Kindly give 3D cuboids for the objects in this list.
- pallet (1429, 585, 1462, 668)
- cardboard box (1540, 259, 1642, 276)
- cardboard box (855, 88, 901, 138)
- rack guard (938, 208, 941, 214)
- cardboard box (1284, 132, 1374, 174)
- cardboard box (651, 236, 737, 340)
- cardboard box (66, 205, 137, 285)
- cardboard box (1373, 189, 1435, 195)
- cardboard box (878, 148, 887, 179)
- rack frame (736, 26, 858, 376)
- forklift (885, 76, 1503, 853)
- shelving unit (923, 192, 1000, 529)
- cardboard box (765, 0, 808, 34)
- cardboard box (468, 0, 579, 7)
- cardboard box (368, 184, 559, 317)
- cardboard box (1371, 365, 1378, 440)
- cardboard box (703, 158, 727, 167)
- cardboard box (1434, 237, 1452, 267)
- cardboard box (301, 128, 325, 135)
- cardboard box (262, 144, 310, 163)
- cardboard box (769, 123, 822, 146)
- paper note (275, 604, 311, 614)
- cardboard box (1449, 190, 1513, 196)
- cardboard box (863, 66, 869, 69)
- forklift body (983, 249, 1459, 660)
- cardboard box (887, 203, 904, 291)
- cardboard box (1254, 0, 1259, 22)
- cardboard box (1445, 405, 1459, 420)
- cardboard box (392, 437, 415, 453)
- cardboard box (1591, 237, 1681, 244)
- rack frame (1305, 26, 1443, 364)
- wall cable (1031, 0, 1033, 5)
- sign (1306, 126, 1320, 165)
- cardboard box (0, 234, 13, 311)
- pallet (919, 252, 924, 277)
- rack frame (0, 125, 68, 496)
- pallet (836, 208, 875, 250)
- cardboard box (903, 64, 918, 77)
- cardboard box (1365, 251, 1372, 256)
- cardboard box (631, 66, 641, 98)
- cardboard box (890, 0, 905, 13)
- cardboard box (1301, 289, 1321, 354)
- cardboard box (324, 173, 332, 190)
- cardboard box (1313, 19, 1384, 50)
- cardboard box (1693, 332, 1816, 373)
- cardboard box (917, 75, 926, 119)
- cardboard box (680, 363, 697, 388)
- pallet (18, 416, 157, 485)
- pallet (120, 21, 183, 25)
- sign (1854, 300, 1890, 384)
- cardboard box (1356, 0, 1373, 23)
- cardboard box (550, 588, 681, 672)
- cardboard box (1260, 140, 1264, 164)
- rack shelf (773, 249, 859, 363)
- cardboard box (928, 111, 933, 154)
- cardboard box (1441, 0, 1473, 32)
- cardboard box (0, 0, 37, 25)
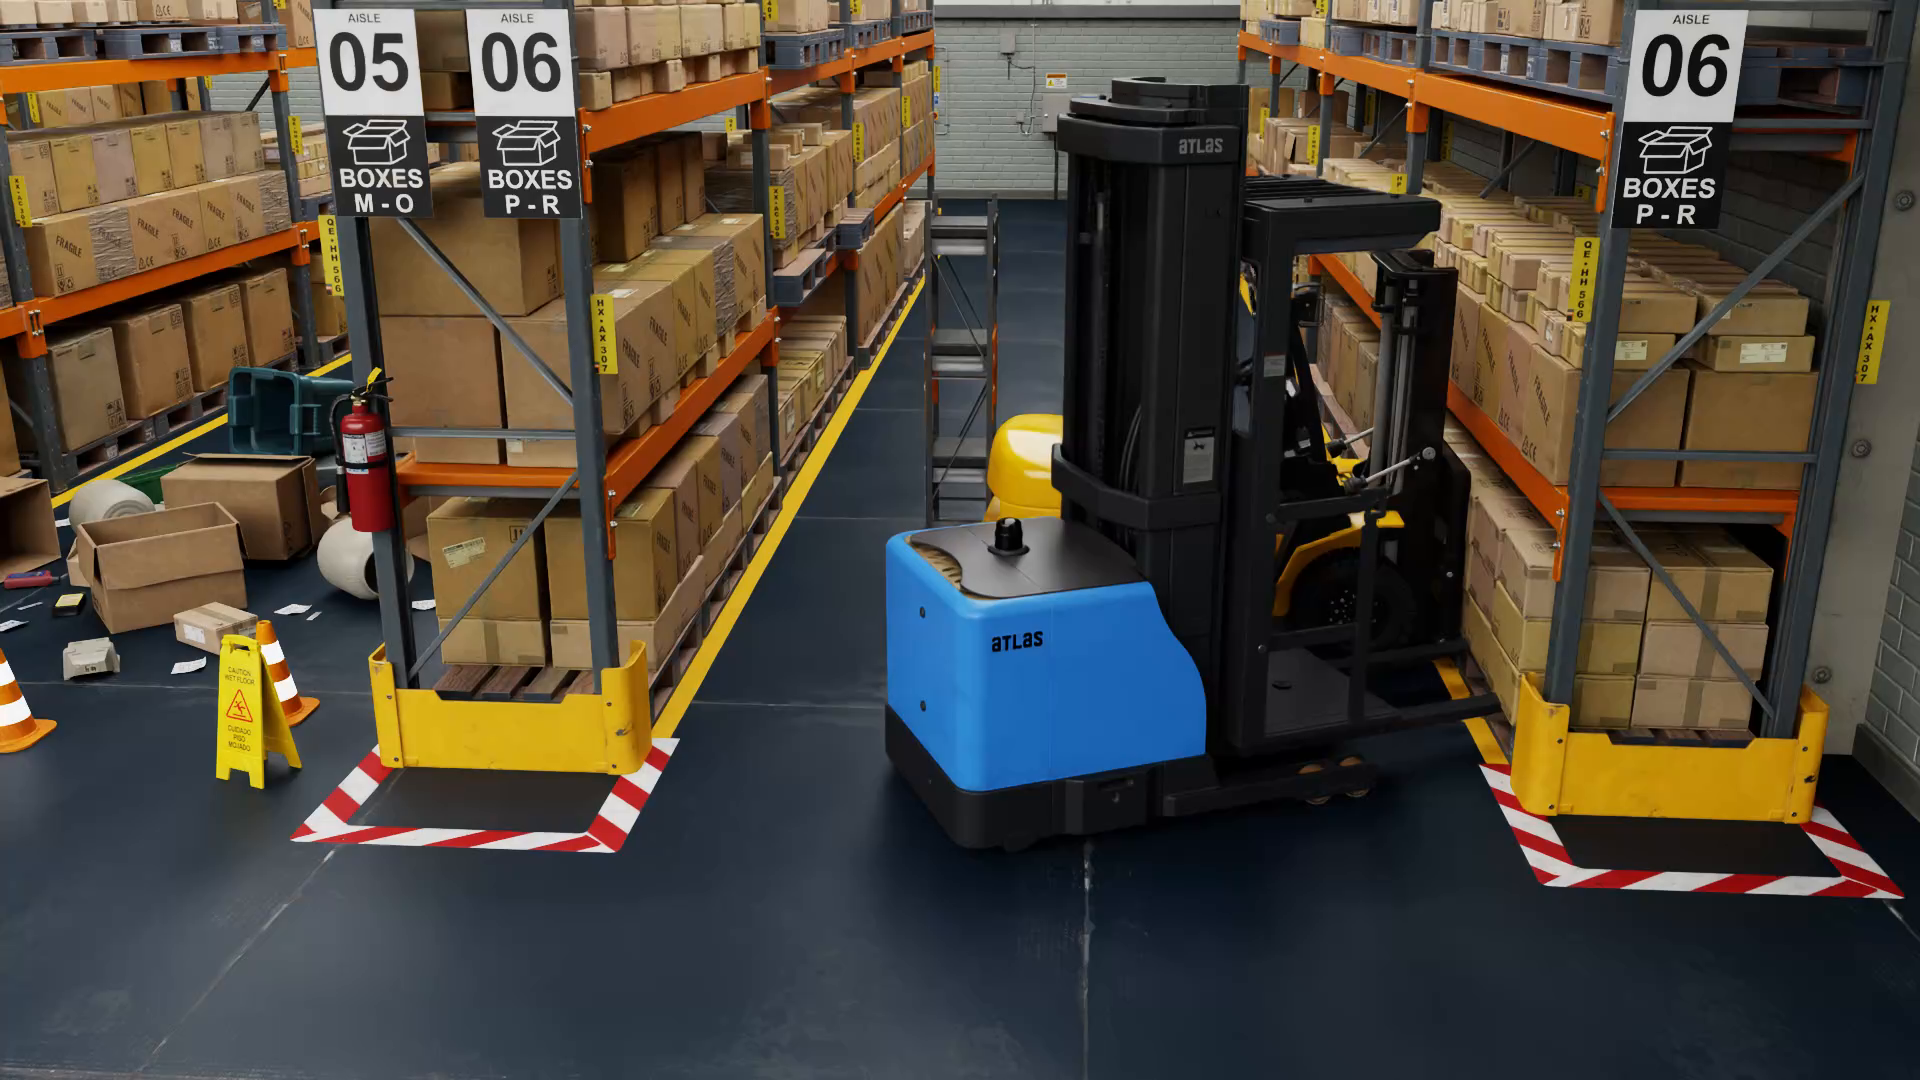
[{"bbox_3d":[3.060,0.380,8.923,1.003,0.211,1.213,1,18,4],"label":"pallet"},{"bbox_3d":[2.843,-1.176,7.516,0.380,0.149,0.250,1,18,4],"label":"cardboard box"},{"bbox_3d":[-0.915,-4.543,17.705,0.500,0.500,0.500,2,18,6],"label":"cardboard box"},{"bbox_3d":[-0.845,-4.227,22.520,1.175,0.500,0.348,1,18,4],"label":"rack guard"},{"bbox_3d":[3.463,-3.573,15.669,0.797,0.503,0.637,1,18,3],"label":"cardboard box"},{"bbox_3d":[-1.554,-1.404,9.254,0.500,0.500,0.500,2,18,5],"label":"cardboard box"},{"bbox_3d":[-6.310,-2.121,11.919,0.500,0.500,0.500,1,18,4],"label":"cardboard box"},{"bbox_3d":[3.085,-2.358,11.598,0.380,0.149,0.250,1,18,3],"label":"cardboard box"},{"bbox_3d":[-1.002,-3.713,16.376,0.500,0.250,0.500,2,18,5],"label":"cardboard box"},{"bbox_3d":[-1.420,-2.923,14.525,1.000,3.000,0.127,1,18,4],"label":"rack frame"},{"bbox_3d":[1.243,-0.424,7.009,3.031,2.935,1.130,-7,19,-19],"label":"forklift"},{"bbox_3d":[0.012,-1.049,10.253,0.431,2.100,0.503,1,18,4],"label":"shelving unit"},{"bbox_3d":[-1.265,-3.407,10.751,0.500,0.250,0.500,1,18,2],"label":"cardboard box"},{"bbox_3d":[-1.765,-2.229,6.714,0.380,0.149,0.250,1,18,4],"label":"cardboard box"},{"bbox_3d":[-2.175,-1.266,7.224,0.700,0.500,0.500,1,18,3],"label":"cardboard box"},{"bbox_3d":[3.270,-0.804,11.199,0.875,0.625,0.625,2,18,6],"label":"cardboard box"},{"bbox_3d":[-1.869,-2.371,11.530,0.500,0.500,0.500,1,18,4],"label":"cardboard box"},{"bbox_3d":[2.859,-1.596,9.275,0.380,0.149,0.250,2,18,5],"label":"cardboard box"},{"bbox_3d":[-6.657,-4.093,16.872,0.380,0.149,0.250,2,18,6],"label":"cardboard box"},{"bbox_3d":[-6.138,-3.505,15.077,0.380,0.149,0.250,1,18,4],"label":"cardboard box"},{"bbox_3d":[-1.256,-3.105,12.727,0.380,0.149,0.250,0,18,1],"label":"cardboard box"},{"bbox_3d":[-3.701,0.380,9.233,0.148,0.019,0.142,8,20,23],"label":"paper note"},{"bbox_3d":[3.614,-2.347,11.567,0.380,0.149,0.250,1,18,4],"label":"cardboard box"},{"bbox_3d":[-1.274,-5.494,19.566,0.380,0.149,0.250,1,18,3],"label":"cardboard box"},{"bbox_3d":[1.274,-0.555,8.662,2.313,2.155,1.214,1,18,4],"label":"forklift body"},{"bbox_3d":[-1.098,-3.161,17.989,0.875,0.875,0.875,2,18,6],"label":"cardboard box"},{"bbox_3d":[3.721,-6.183,19.422,0.500,0.250,0.500,1,18,3],"label":"cardboard box"},{"bbox_3d":[2.850,-0.637,9.685,0.500,0.250,0.500,1,18,4],"label":"cardboard box"},{"bbox_3d":[-3.485,-0.883,11.098,0.500,0.500,0.500,1,18,4],"label":"cardboard box"},{"bbox_3d":[3.334,-1.405,8.213,0.380,0.149,0.250,1,18,4],"label":"cardboard box"},{"bbox_3d":[3.531,-2.813,14.191,1.000,3.000,0.127,1,18,4],"label":"rack frame"},{"bbox_3d":[0.030,-10.014,26.531,2.355,3.000,0.029,1,18,4],"label":"wall cable"},{"bbox_3d":[2.989,-3.335,14.051,0.100,0.325,0.005,1,18,4],"label":"sign"},{"bbox_3d":[-6.666,-1.716,10.602,0.875,0.550,0.550,1,18,4],"label":"cardboard box"},{"bbox_3d":[-0.916,-3.454,20.626,1.003,0.211,1.213,1,18,4],"label":"pallet"},{"bbox_3d":[-6.652,-1.760,10.975,1.000,3.000,0.127,1,18,4],"label":"rack frame"},{"bbox_3d":[-1.365,-2.608,13.873,1.213,0.211,1.003,1,18,4],"label":"pallet"},{"bbox_3d":[-0.710,-5.725,20.269,0.380,0.149,0.250,2,18,5],"label":"cardboard box"},{"bbox_3d":[3.054,-2.055,11.316,0.500,0.250,0.500,1,18,2],"label":"cardboard box"},{"bbox_3d":[-1.670,-2.082,7.547,0.380,0.149,0.250,1,18,4],"label":"cardboard box"},{"bbox_3d":[-0.882,-6.063,18.296,0.500,0.500,0.500,2,18,5],"label":"cardboard box"},{"bbox_3d":[3.347,-1.961,14.930,0.500,0.500,0.500,2,18,6],"label":"cardboard box"},{"bbox_3d":[-6.093,-3.384,15.661,0.380,0.149,0.250,2,18,7],"label":"cardboard box"},{"bbox_3d":[3.325,-4.332,14.250,0.500,0.250,0.500,1,18,2],"label":"cardboard box"},{"bbox_3d":[3.240,-0.784,6.795,0.380,0.149,0.250,1,18,3],"label":"cardboard box"},{"bbox_3d":[-0.691,-5.458,20.498,0.500,0.500,0.500,1,18,4],"label":"cardboard box"},{"bbox_3d":[-1.603,-0.902,8.763,0.380,0.149,0.250,1,18,2],"label":"cardboard box"},{"bbox_3d":[-6.672,-0.676,12.146,1.003,0.211,1.213,1,18,4],"label":"pallet"},{"bbox_3d":[-10.774,-6.781,21.626,1.003,0.211,1.213,1,18,4],"label":"pallet"},{"bbox_3d":[3.510,-0.763,6.417,0.100,0.325,0.005,1,18,4],"label":"sign"},{"bbox_3d":[3.163,-3.997,11.992,0.500,0.500,0.500,2,18,5],"label":"cardboard box"},{"bbox_3d":[-1.660,0.425,8.051,0.500,0.250,0.500,1,18,3],"label":"cardboard box"},{"bbox_3d":[3.611,-4.289,18.459,0.500,0.250,0.500,2,18,5],"label":"cardboard box"},{"bbox_3d":[-1.564,-1.960,12.742,1.077,0.370,4.000,1,18,4],"label":"rack shelf"},{"bbox_3d":[-0.618,-5.299,21.617,0.500,0.500,0.500,1,18,4],"label":"cardboard box"},{"bbox_3d":[2.941,-2.948,9.093,0.500,0.311,0.500,2,18,5],"label":"cardboard box"},{"bbox_3d":[-6.359,-3.550,11.004,0.258,0.266,0.396,1,18,3],"label":"cardboard box"}]
